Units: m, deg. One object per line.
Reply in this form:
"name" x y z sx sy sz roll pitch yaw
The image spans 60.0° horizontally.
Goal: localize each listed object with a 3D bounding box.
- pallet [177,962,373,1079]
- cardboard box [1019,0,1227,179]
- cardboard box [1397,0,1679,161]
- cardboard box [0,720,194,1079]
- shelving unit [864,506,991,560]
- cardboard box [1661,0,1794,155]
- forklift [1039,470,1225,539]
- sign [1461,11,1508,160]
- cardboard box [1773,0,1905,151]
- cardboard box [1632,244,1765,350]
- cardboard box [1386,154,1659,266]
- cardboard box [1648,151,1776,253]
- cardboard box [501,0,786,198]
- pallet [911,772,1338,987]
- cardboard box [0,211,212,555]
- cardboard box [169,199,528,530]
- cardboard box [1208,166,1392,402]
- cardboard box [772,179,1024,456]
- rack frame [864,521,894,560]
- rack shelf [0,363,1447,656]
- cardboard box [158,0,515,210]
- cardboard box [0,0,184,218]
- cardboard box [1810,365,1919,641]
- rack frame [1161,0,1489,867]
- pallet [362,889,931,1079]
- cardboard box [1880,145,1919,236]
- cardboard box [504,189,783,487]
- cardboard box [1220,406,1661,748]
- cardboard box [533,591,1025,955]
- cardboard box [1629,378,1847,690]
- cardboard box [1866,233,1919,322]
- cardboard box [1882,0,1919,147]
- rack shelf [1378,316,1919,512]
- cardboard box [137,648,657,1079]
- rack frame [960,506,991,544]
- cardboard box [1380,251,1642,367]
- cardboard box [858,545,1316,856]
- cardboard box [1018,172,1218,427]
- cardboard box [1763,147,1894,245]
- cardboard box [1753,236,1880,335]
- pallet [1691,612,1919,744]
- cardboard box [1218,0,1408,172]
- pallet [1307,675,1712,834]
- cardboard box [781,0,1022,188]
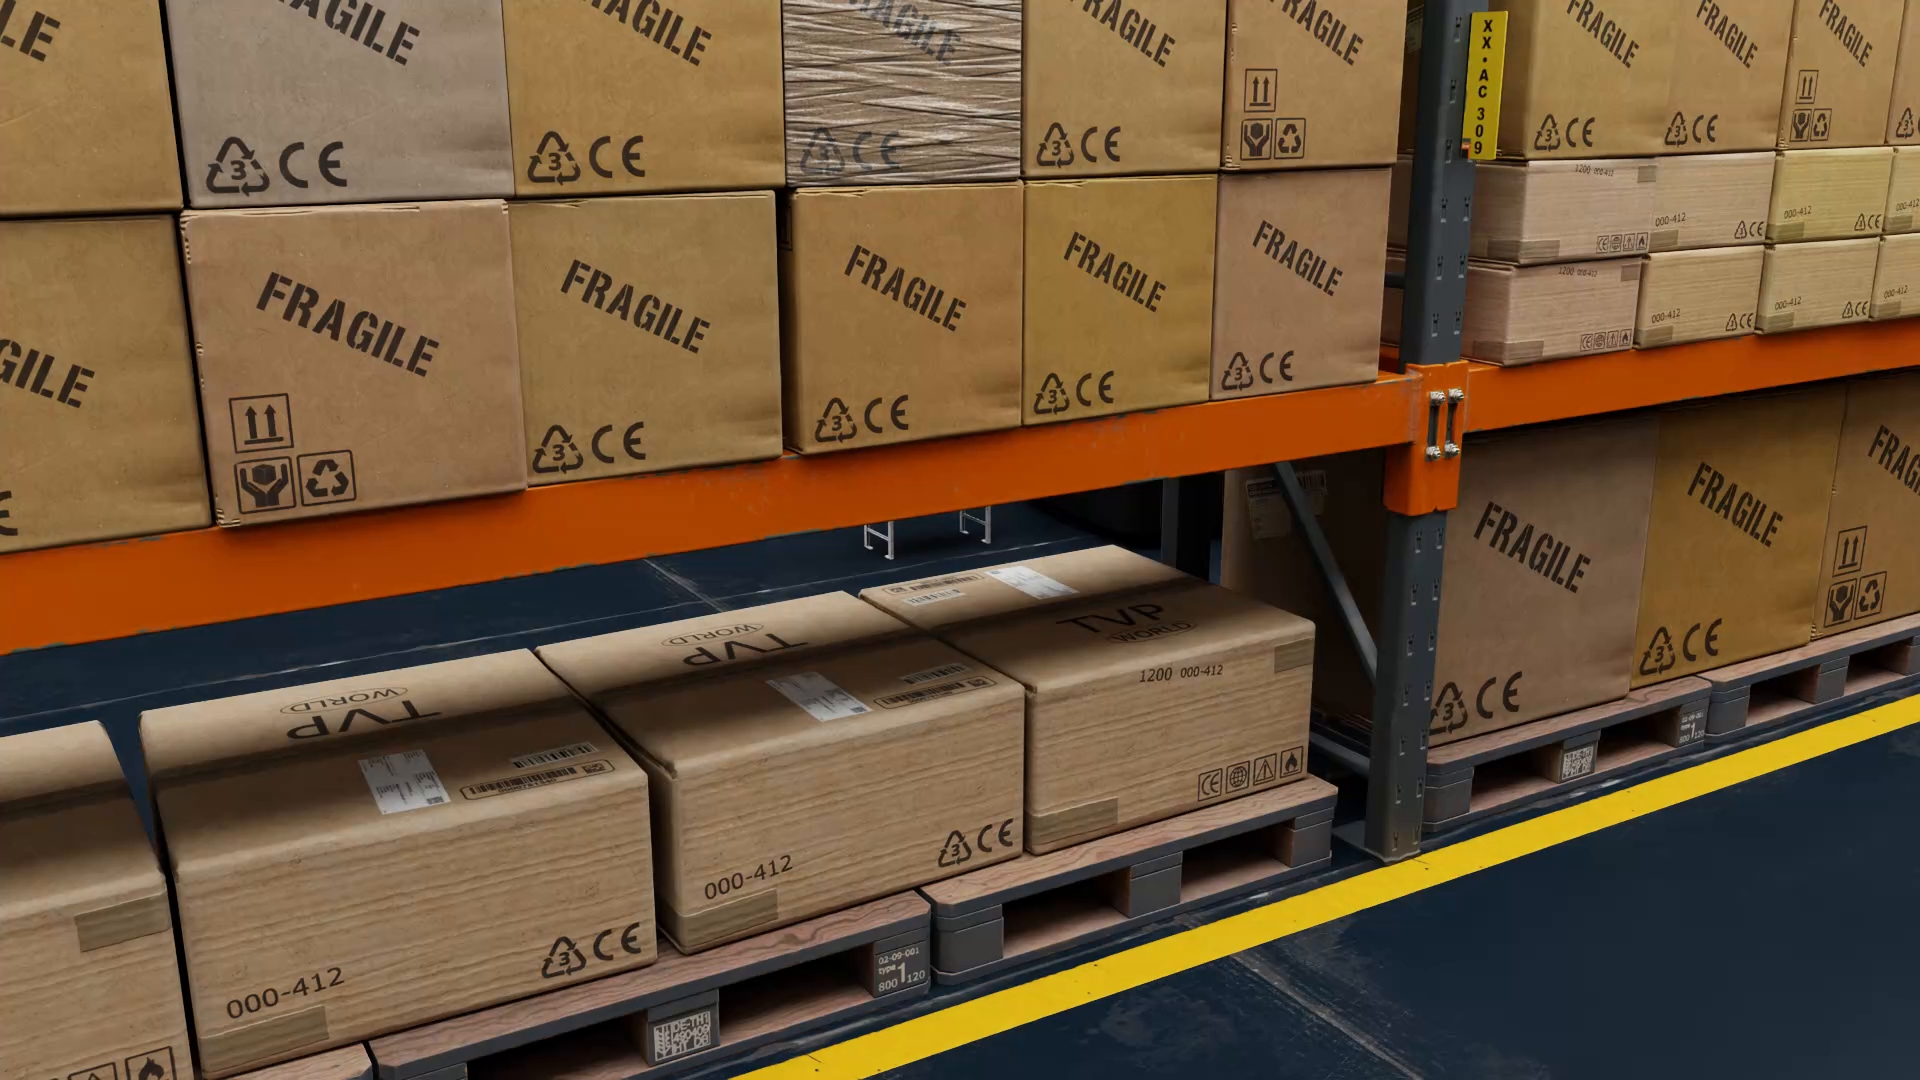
"pallet" -1.871 1.058 3.246 1.213 0.211 1.003 -9 18 -30
"cardboard box" 0.211 -1.043 3.537 0.500 0.500 0.500 -10 18 -31
"cardboard box" 1.437 -1.236 4.224 0.500 0.500 0.500 -9 18 -29
"cardboard box" -2.002 0.761 3.107 0.875 0.438 0.875 -10 18 -32
"shelving unit" -0.142 -0.555 7.166 0.503 1.200 0.258 -9 18 -30
"cardboard box" 1.859 -1.313 4.499 0.500 0.500 0.500 -9 18 -30
"forklift" 1.821 -1.669 7.935 3.031 2.935 1.130 -8 18 -27
"sign" 1.199 -1.039 3.807 0.005 0.325 0.100 -9 18 -30
"cardboard box" 2.291 -1.382 4.746 0.500 0.500 0.500 -10 18 -31
"cardboard box" 1.868 -0.712 4.670 0.500 0.250 0.500 -10 18 -31
"cardboard box" 1.435 -0.876 4.330 0.500 0.250 0.500 -10 18 -31
"cardboard box" 1.867 -0.955 4.612 0.500 0.250 0.500 -9 18 -29
"cardboard box" -0.655 -0.903 3.035 0.500 0.500 0.500 -9 18 -29
"pallet" 0.220 0.718 4.456 1.213 0.211 1.003 -9 18 -30
"cardboard box" -1.538 -0.281 2.670 0.500 0.500 0.500 -10 18 -31
"cardboard box" -1.093 -0.348 2.907 0.500 0.500 0.500 -9 18 -30
"cardboard box" 0.646 -0.636 3.937 0.500 0.500 0.500 -9 18 -29
"cardboard box" -0.215 -0.490 3.416 0.500 0.500 0.500 -10 18 -31
"rack frame" -0.351 -0.521 7.045 0.015 1.200 0.240 -9 18 -30
"rack shelf" -0.802 -0.087 3.497 4.000 0.370 1.077 -9 18 -30
"cardboard box" -1.082 -0.833 2.786 0.500 0.500 0.500 -9 18 -30
"cardboard box" -1.519 -0.760 2.525 0.500 0.500 0.500 -10 18 -31
"cardboard box" 2.939 -0.247 5.893 0.875 0.875 0.875 -9 18 -29
"rack frame" 0.912 -0.712 4.392 0.127 3.000 1.000 -9 18 -30
"pallet" -0.827 0.889 3.847 1.213 0.211 1.003 -9 18 -30
"cardboard box" 2.746 -1.090 5.093 0.500 0.250 0.500 -10 18 -31
"cardboard box" -0.672 -0.421 3.169 0.500 0.500 0.500 -9 18 -28
"cardboard box" 1.402 0.004 4.995 0.875 0.875 0.875 -9 18 -28
"cardboard box" -0.448 0.507 4.014 0.875 0.438 0.875 -10 18 -31
"cardboard box" 2.173 -0.123 5.450 0.875 0.875 0.875 -9 18 -28
"cardboard box" 2.749 -0.847 5.152 0.500 0.250 0.500 -10 18 -31
"cardboard box" 2.730 -1.456 5.008 0.500 0.500 0.500 -10 18 -31
"rack shelf" 2.627 -0.643 5.481 4.000 0.370 1.077 -9 18 -30
"cardboard box" -1.222 0.632 3.568 0.875 0.438 0.875 -9 18 -28
"rack frame" 0.067 -0.589 7.287 0.015 1.200 0.240 -9 18 -30
"cardboard box" 1.425 -0.640 4.412 0.500 0.250 0.500 -10 18 -31
"cardboard box" 0.319 0.382 4.458 0.875 0.438 0.875 -10 18 -31
"cardboard box" 0.208 -0.564 3.678 0.500 0.500 0.500 -10 18 -31
"cardboard box" 2.313 -1.019 4.840 0.500 0.250 0.500 -9 18 -29
"cardboard box" 2.316 -0.780 4.911 0.500 0.250 0.500 -9 18 -30
"pallet" 2.582 0.335 5.822 1.213 0.211 1.003 -9 18 -30
"cardboard box" 0.650 -1.112 3.781 0.500 0.500 0.500 -9 18 -30
"pallet" 1.535 0.506 5.213 1.213 0.211 1.003 -9 18 -30
"cardboard box" -0.221 -0.970 3.276 0.500 0.500 0.500 -9 18 -29
